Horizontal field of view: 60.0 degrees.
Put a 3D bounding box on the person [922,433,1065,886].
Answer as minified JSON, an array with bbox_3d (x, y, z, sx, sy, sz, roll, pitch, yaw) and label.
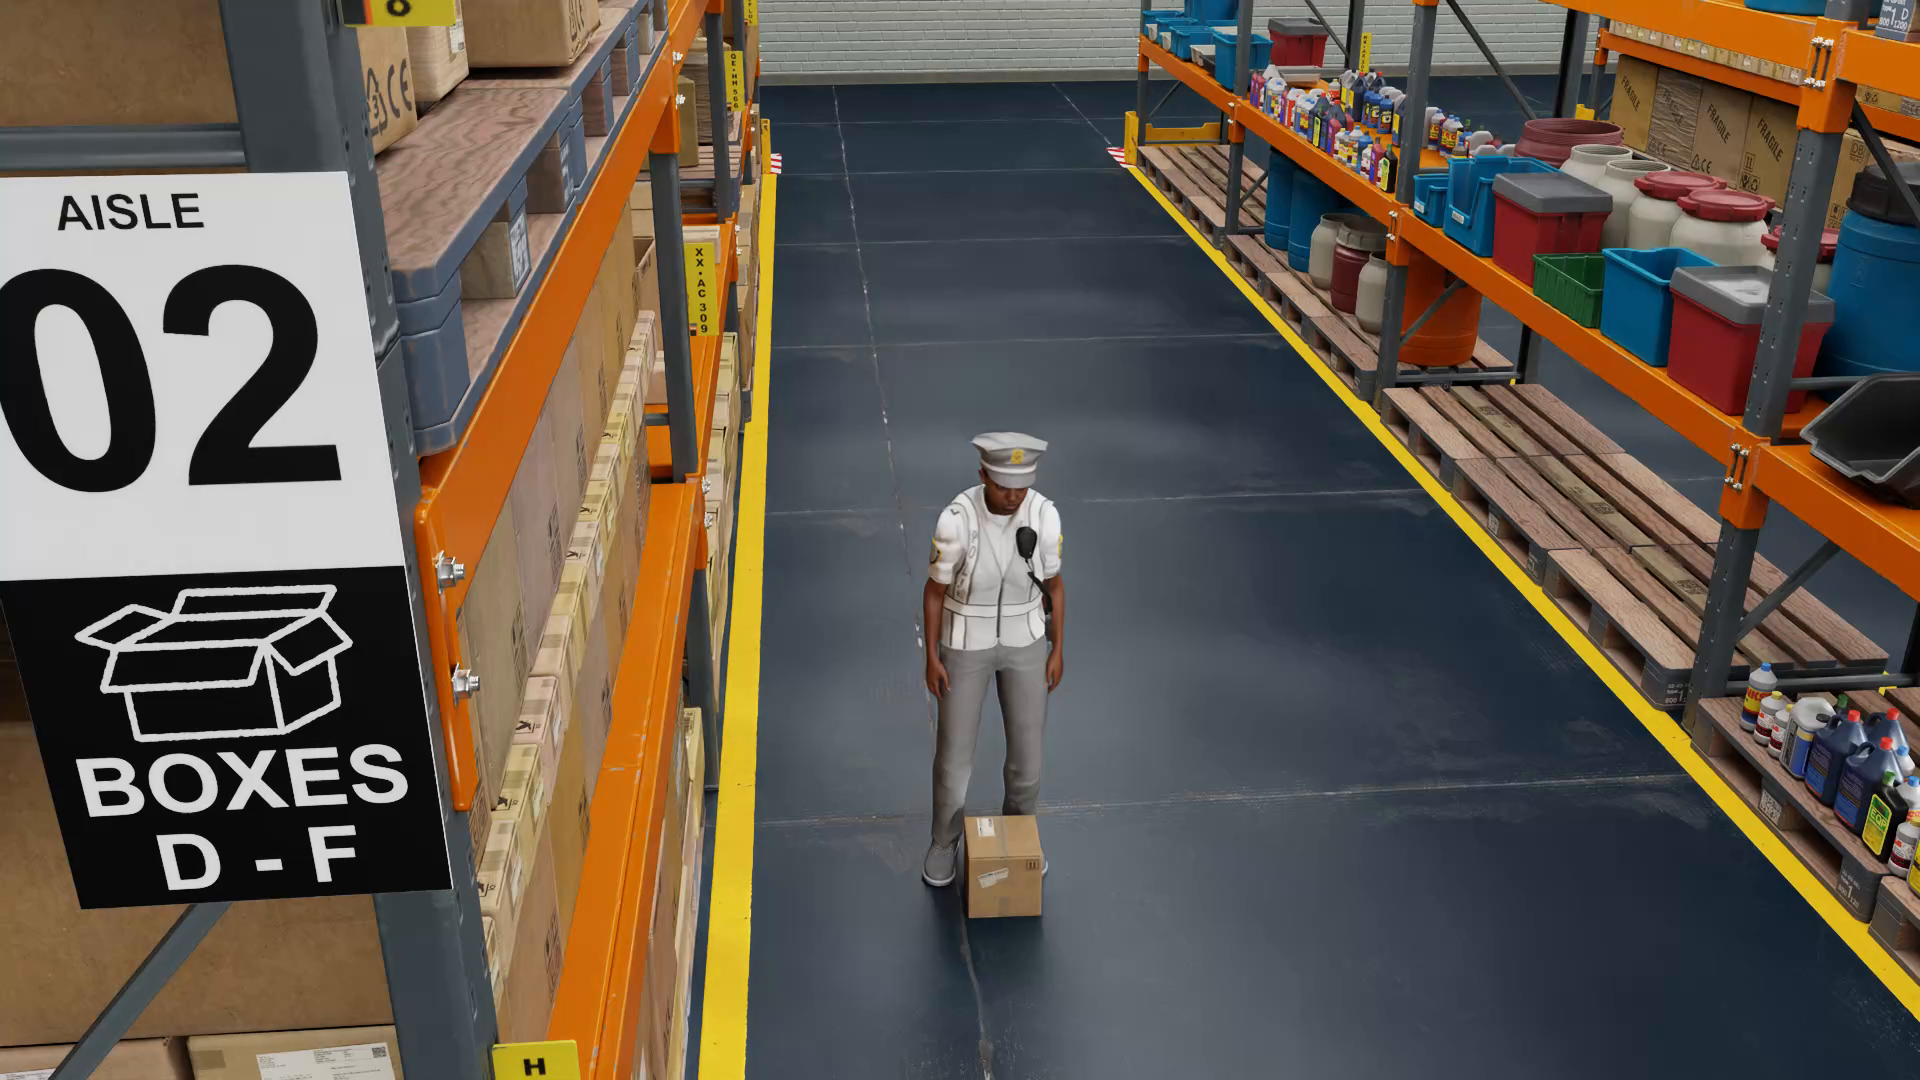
[{"bbox_3d":[0.110,0.396,5.710,0.518,1.656,0.397,-3,24,-8],"label":"person"}]
